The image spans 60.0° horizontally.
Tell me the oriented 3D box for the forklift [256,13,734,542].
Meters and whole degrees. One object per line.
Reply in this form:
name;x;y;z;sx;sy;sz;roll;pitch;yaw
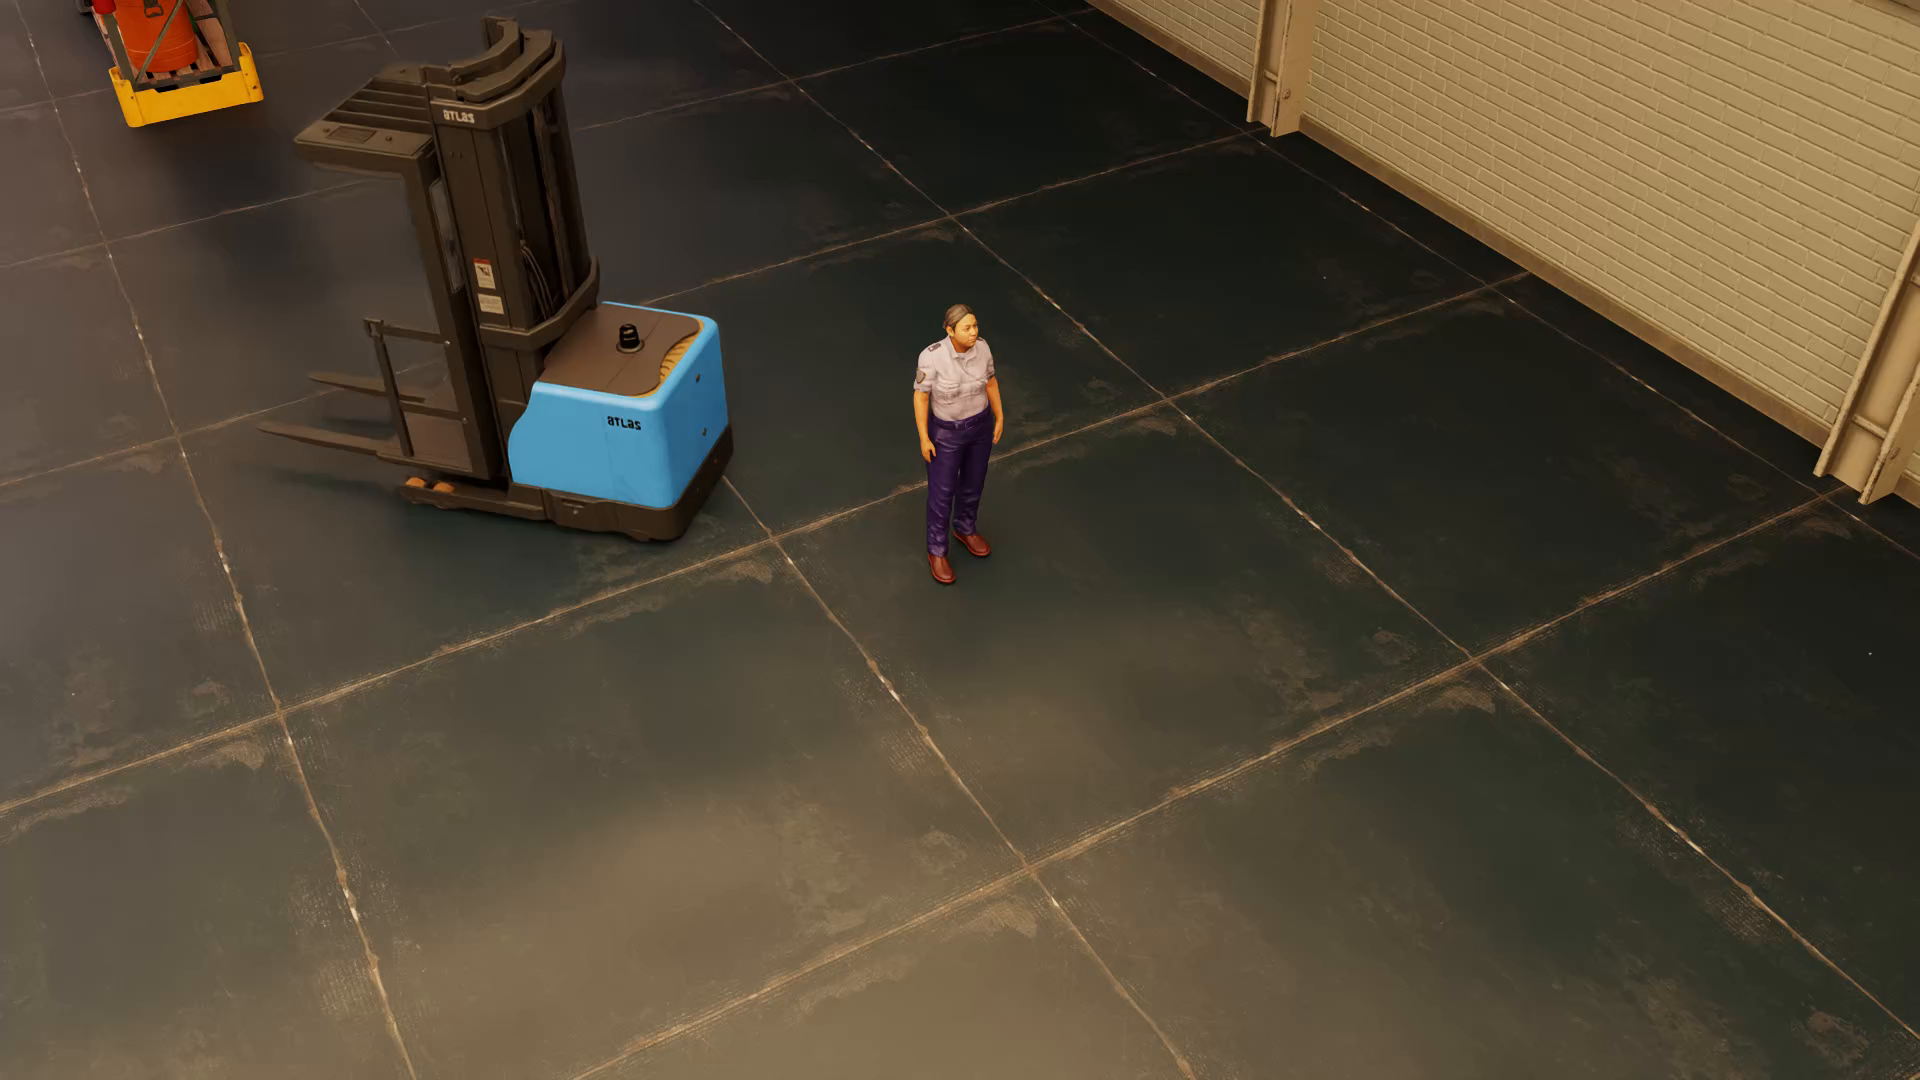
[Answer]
forklift;-3.060;-1.639;10.012;3.031;2.935;1.130;10;41;12

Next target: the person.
person;0.026;-0.576;9.738;0.599;1.633;0.501;-20;44;-23
